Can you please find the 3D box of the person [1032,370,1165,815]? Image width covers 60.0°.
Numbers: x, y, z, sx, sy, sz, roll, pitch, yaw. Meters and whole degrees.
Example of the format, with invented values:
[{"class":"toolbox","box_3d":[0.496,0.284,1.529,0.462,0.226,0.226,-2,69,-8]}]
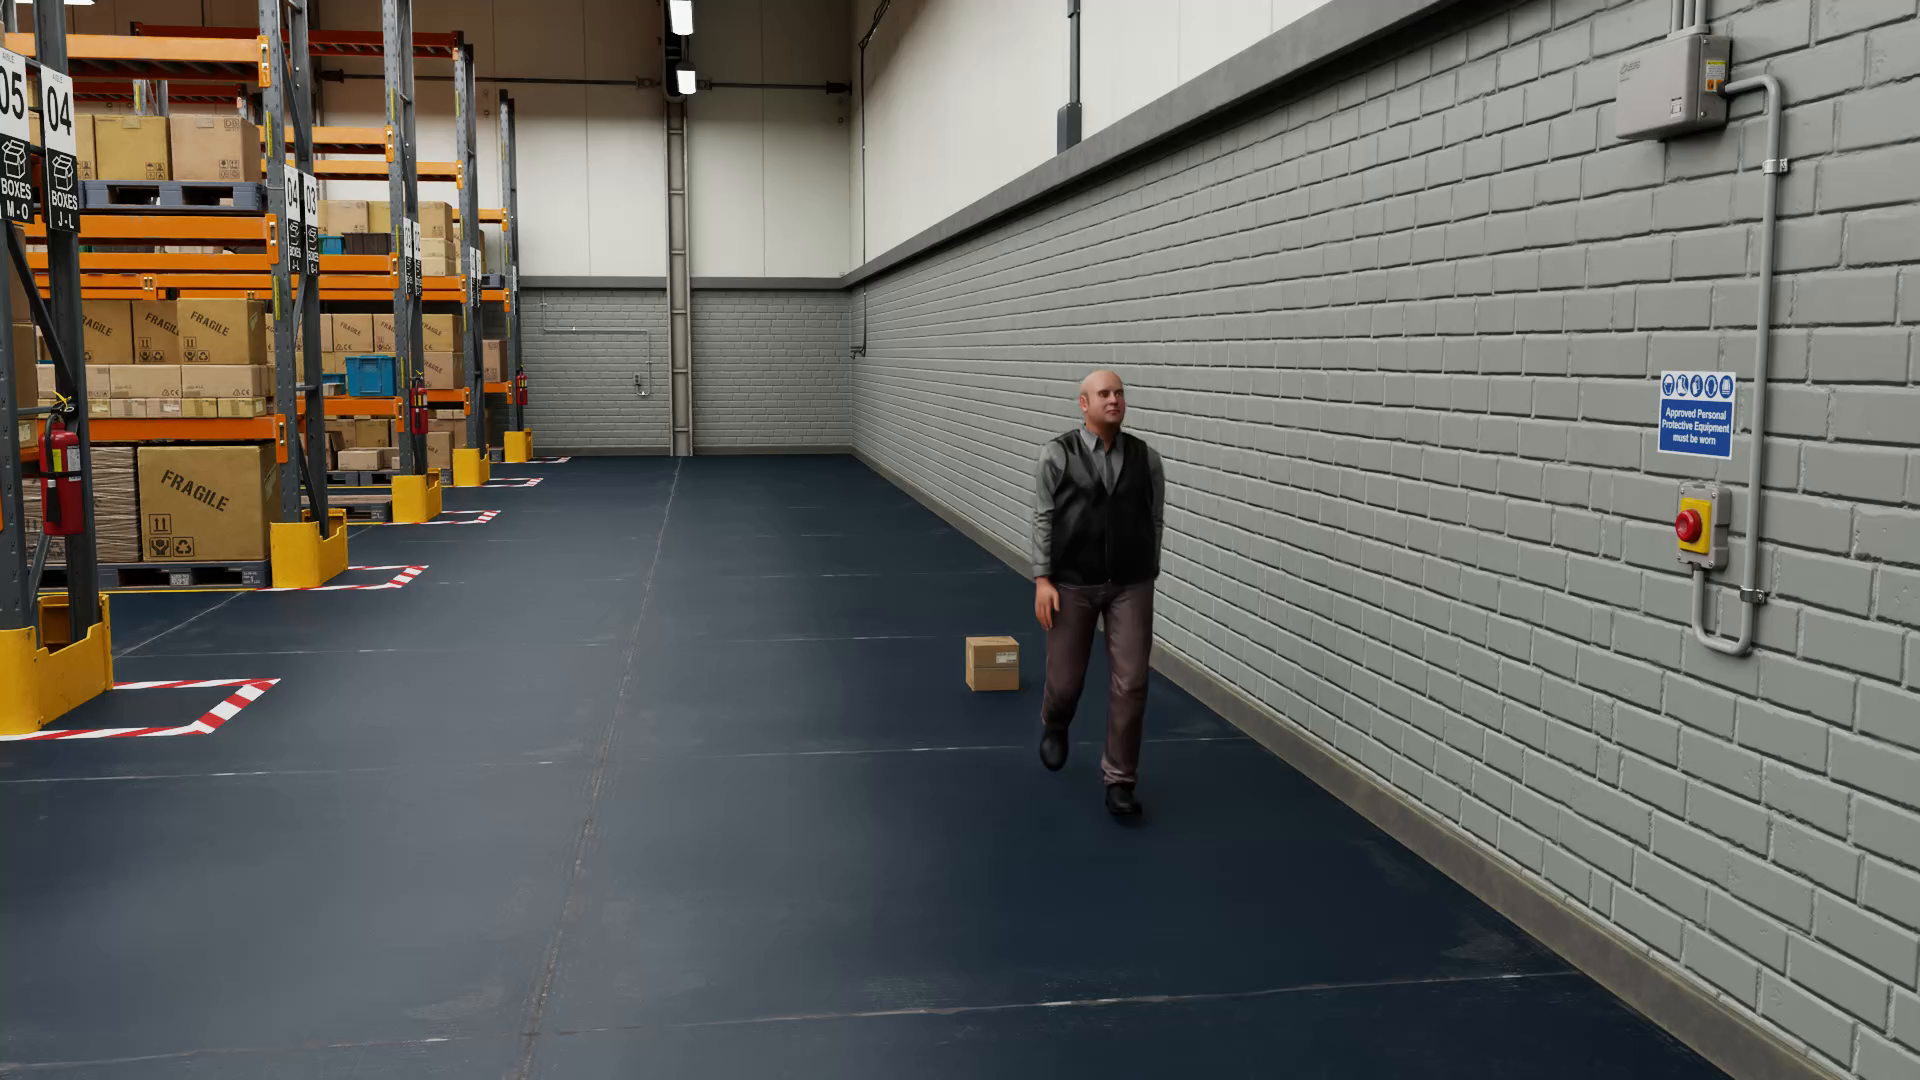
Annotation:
[{"class":"person","box_3d":[0.545,0.182,6.565,0.535,1.698,0.766,-1,6,-6]}]
